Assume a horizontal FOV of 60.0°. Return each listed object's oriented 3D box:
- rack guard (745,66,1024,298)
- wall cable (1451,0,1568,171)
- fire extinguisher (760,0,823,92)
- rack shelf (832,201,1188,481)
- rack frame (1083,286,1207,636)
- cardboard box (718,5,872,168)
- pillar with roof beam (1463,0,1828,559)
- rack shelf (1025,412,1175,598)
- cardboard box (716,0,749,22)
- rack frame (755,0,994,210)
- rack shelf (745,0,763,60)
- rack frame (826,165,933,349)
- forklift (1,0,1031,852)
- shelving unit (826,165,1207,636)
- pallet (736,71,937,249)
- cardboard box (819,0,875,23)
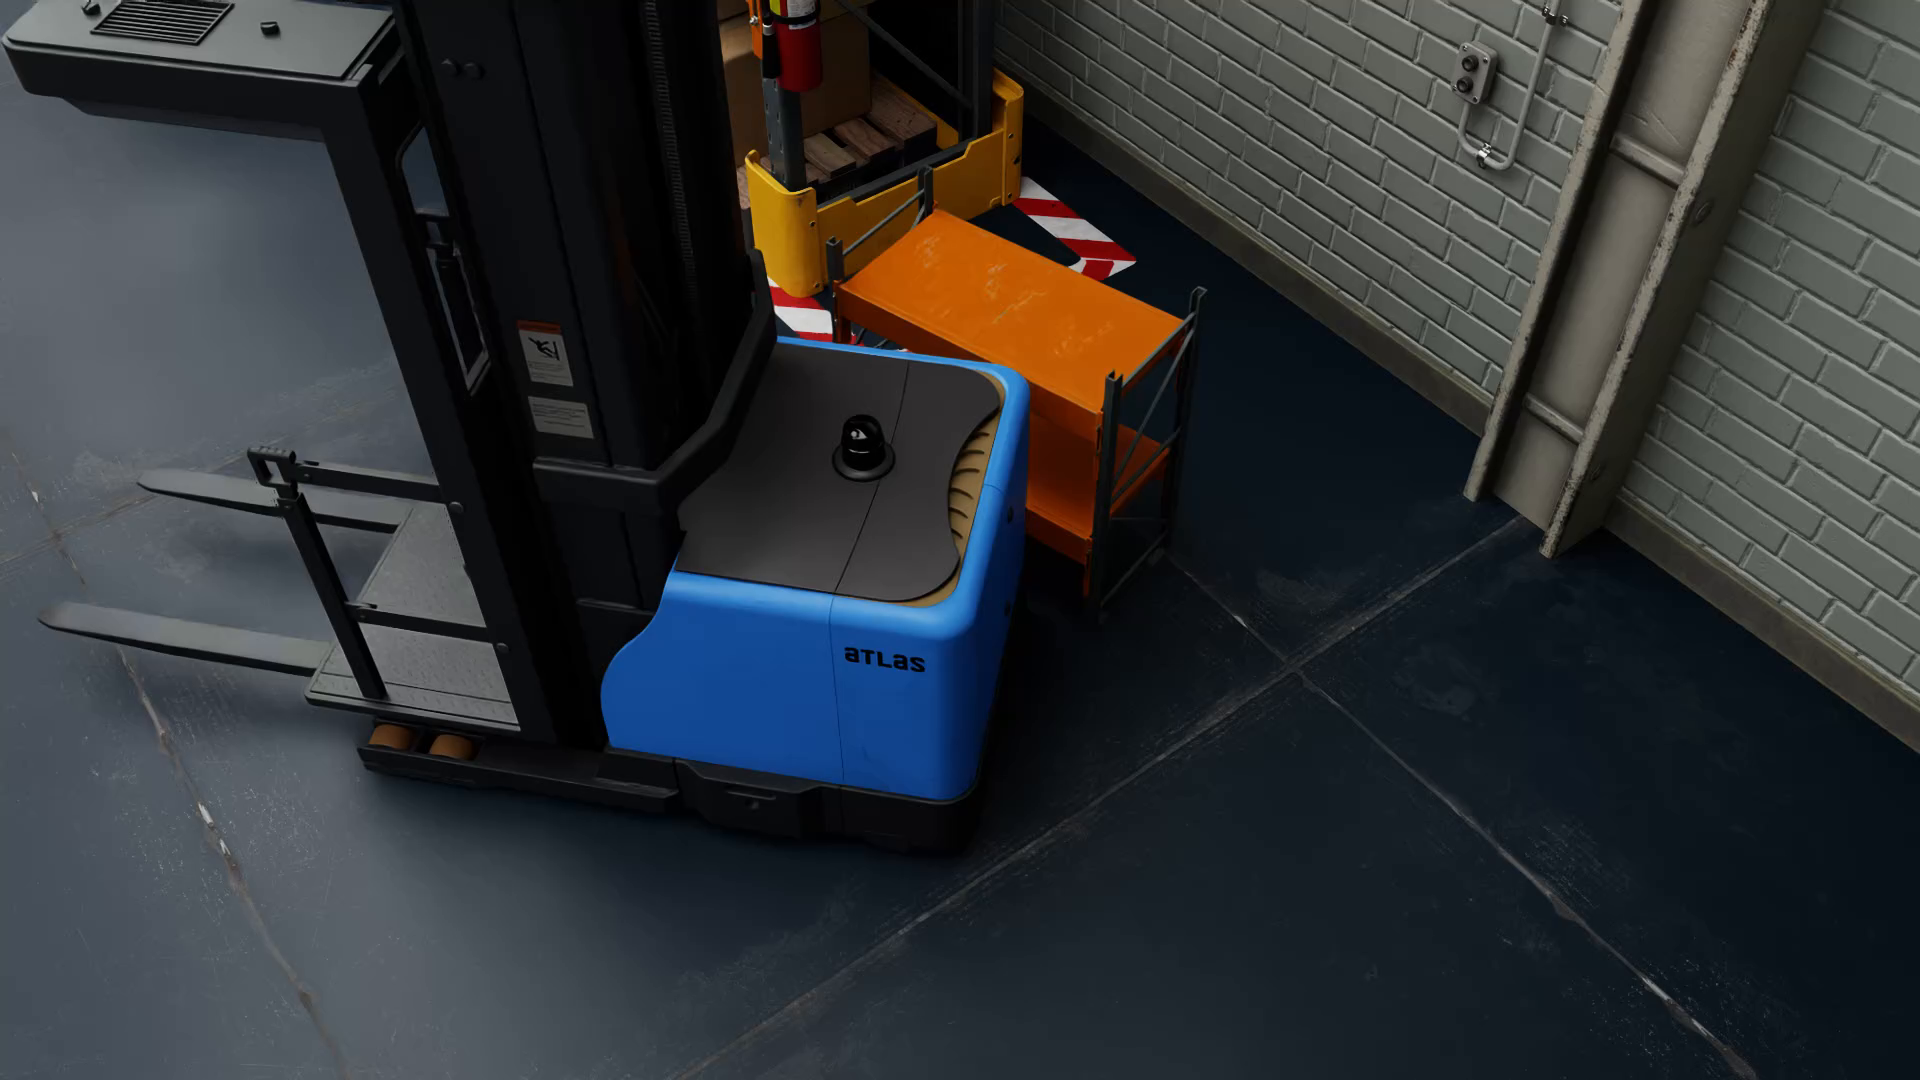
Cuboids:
[{"bbox_3d":[-0.285,-1.475,6.750,1.175,0.500,0.348,-29,54,-24],"label":"rack guard"},{"bbox_3d":[1.228,-2.339,5.160,0.084,1.984,1.851,-29,54,-24],"label":"wall cable"},{"bbox_3d":[-0.576,-1.881,5.735,0.296,0.674,0.183,-29,54,-24],"label":"fire extinguisher"},{"bbox_3d":[0.160,-0.640,5.176,1.000,0.278,0.538,29,54,24],"label":"rack shelf"},{"bbox_3d":[0.568,-0.218,5.188,0.032,1.125,0.500,29,54,24],"label":"rack frame"},{"bbox_3d":[-0.803,-1.998,6.940,0.700,0.500,0.500,-29,54,-24],"label":"cardboard box"},{"bbox_3d":[-1.403,-1.208,0.771,9.100,9.000,0.400,-29,54,-24],"label":"pillar with roof beam"},{"bbox_3d":[0.160,-0.279,5.574,1.000,0.278,0.538,29,54,24],"label":"rack shelf"},{"bbox_3d":[-1.026,-2.210,6.694,0.380,0.149,0.250,-30,54,-24],"label":"cardboard box"},{"bbox_3d":[-0.300,-2.328,5.836,1.000,3.000,0.127,-29,54,-24],"label":"rack frame"},{"bbox_3d":[-1.511,-3.266,7.172,1.077,0.370,4.000,-29,54,-24],"label":"rack shelf"},{"bbox_3d":[-0.247,-0.668,5.596,0.032,1.125,0.500,29,54,24],"label":"rack frame"},{"bbox_3d":[-1.354,-0.615,4.329,3.031,2.935,1.130,8,48,7],"label":"forklift"},{"bbox_3d":[0.160,-0.443,5.392,1.048,1.125,0.538,29,54,24],"label":"shelving unit"},{"bbox_3d":[-0.846,-1.828,7.265,1.003,0.211,1.213,-29,54,-24],"label":"pallet"},{"bbox_3d":[-0.568,-2.232,6.714,0.380,0.149,0.250,-29,54,-24],"label":"cardboard box"}]
